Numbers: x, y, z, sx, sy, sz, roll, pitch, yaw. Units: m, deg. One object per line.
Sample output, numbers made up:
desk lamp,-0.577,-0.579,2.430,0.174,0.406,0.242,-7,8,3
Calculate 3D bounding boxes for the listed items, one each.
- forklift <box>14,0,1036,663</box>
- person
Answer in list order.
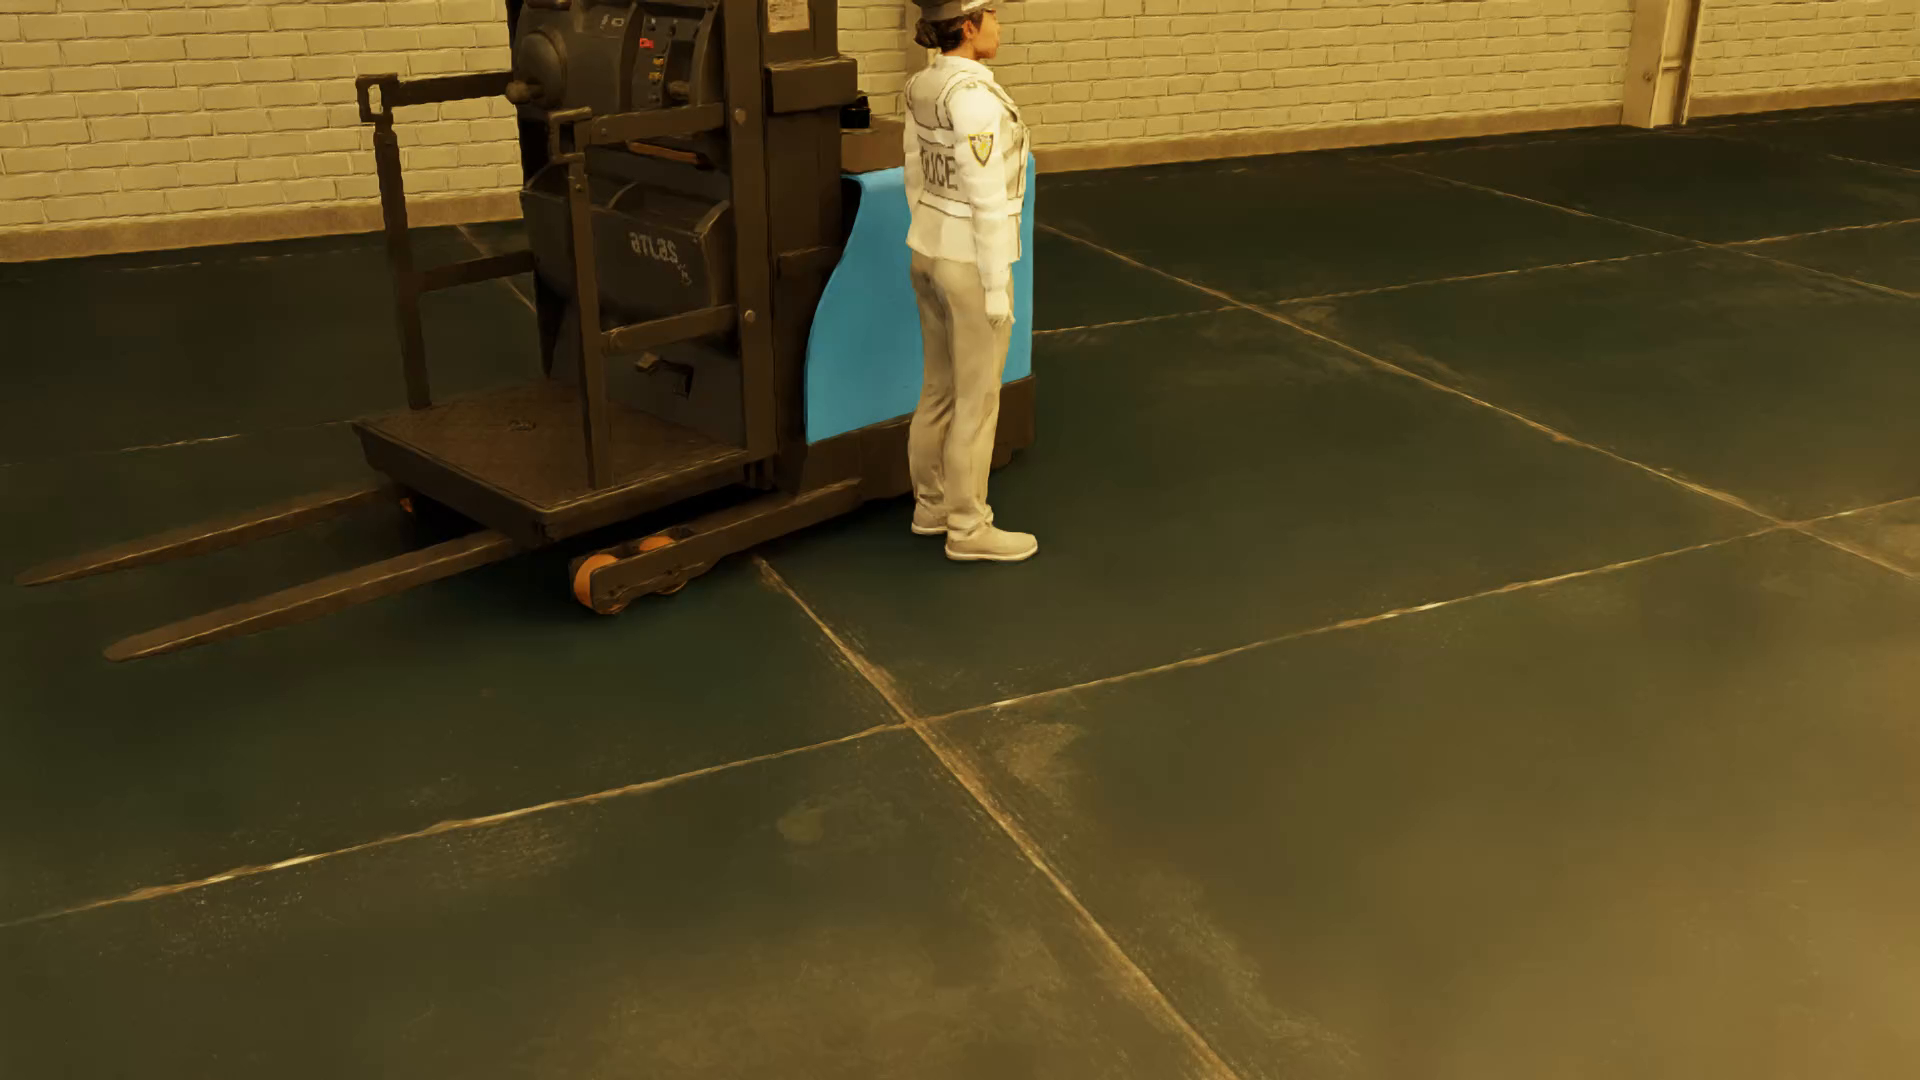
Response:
forklift,-1.136,-1.369,4.583,1.130,2.935,3.031,21,30,41
person,0.020,-0.782,4.793,0.336,1.691,0.472,-10,25,-23
